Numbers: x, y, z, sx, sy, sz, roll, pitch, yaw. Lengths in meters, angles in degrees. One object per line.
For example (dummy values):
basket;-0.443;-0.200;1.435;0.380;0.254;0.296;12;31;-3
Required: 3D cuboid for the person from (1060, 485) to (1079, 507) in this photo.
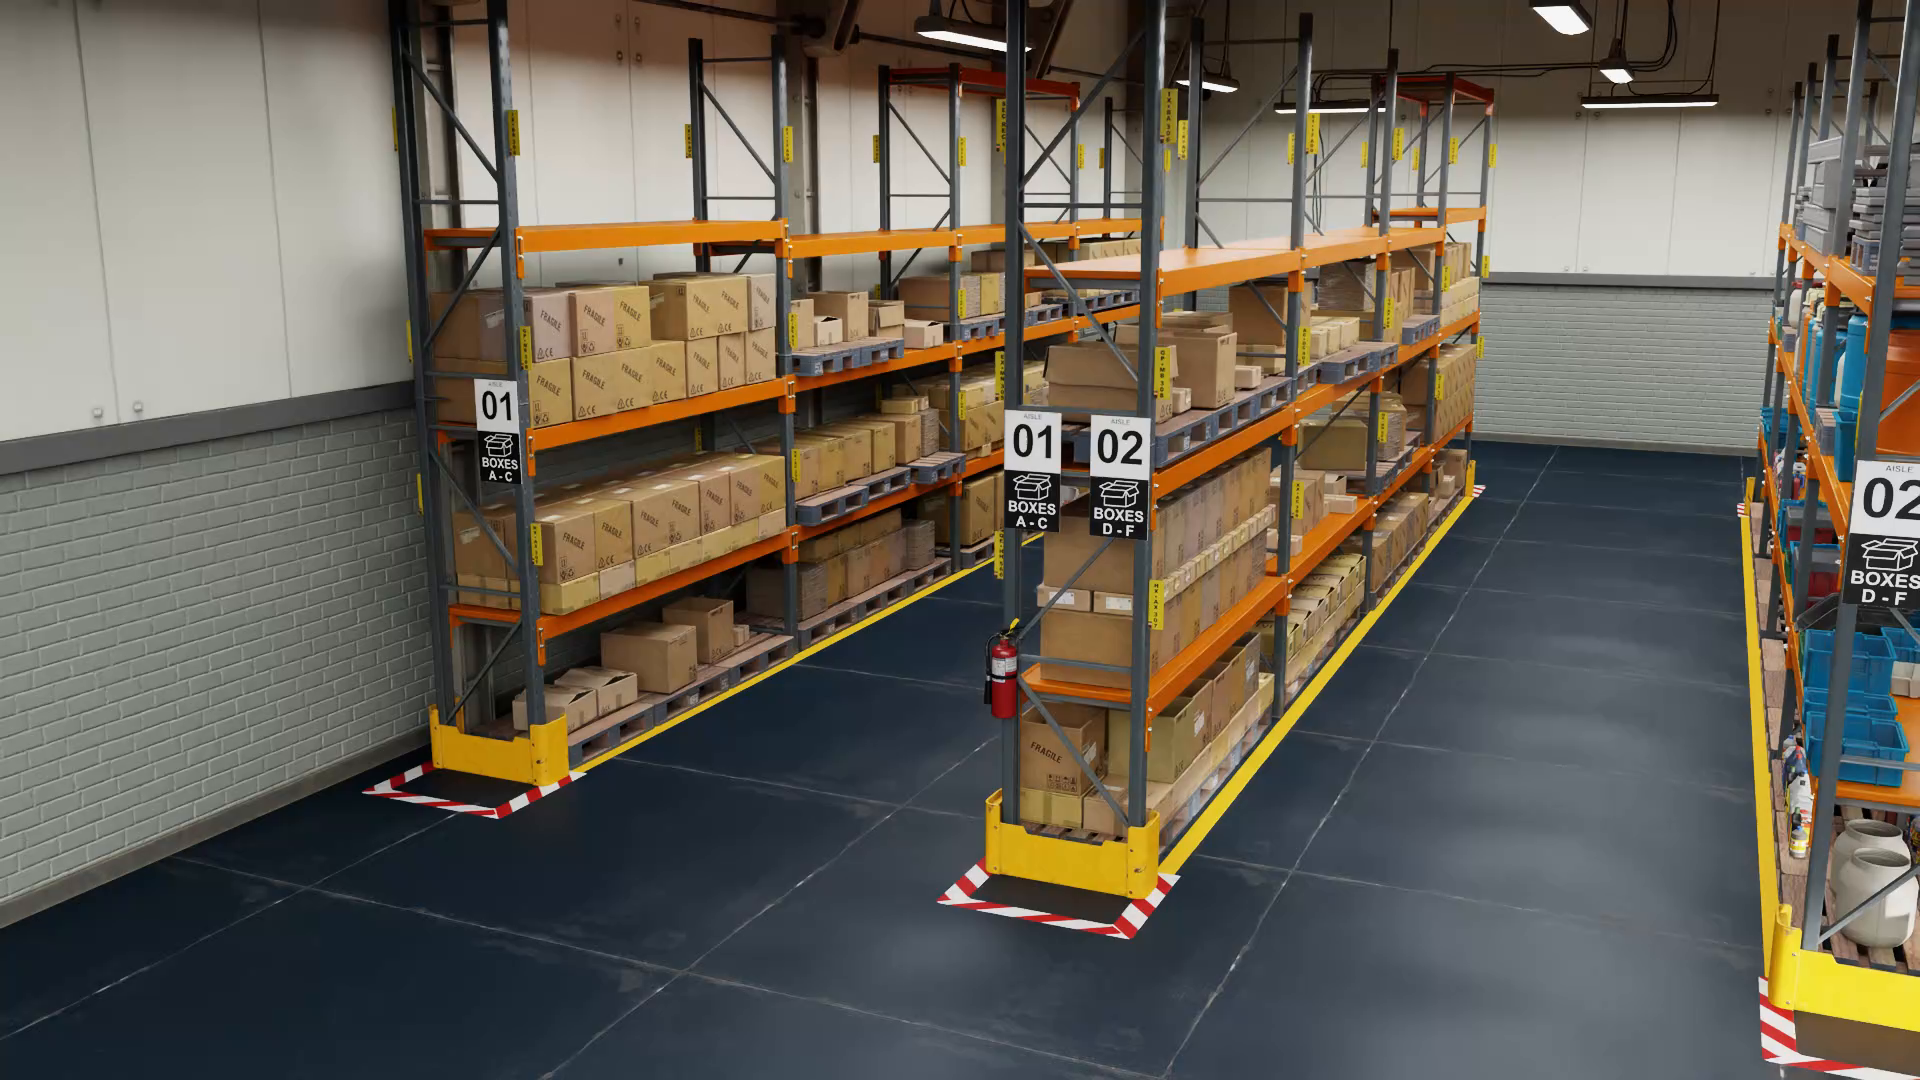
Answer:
person;1.277;-0.168;18.635;0.731;1.773;0.577;-5;13;-22
